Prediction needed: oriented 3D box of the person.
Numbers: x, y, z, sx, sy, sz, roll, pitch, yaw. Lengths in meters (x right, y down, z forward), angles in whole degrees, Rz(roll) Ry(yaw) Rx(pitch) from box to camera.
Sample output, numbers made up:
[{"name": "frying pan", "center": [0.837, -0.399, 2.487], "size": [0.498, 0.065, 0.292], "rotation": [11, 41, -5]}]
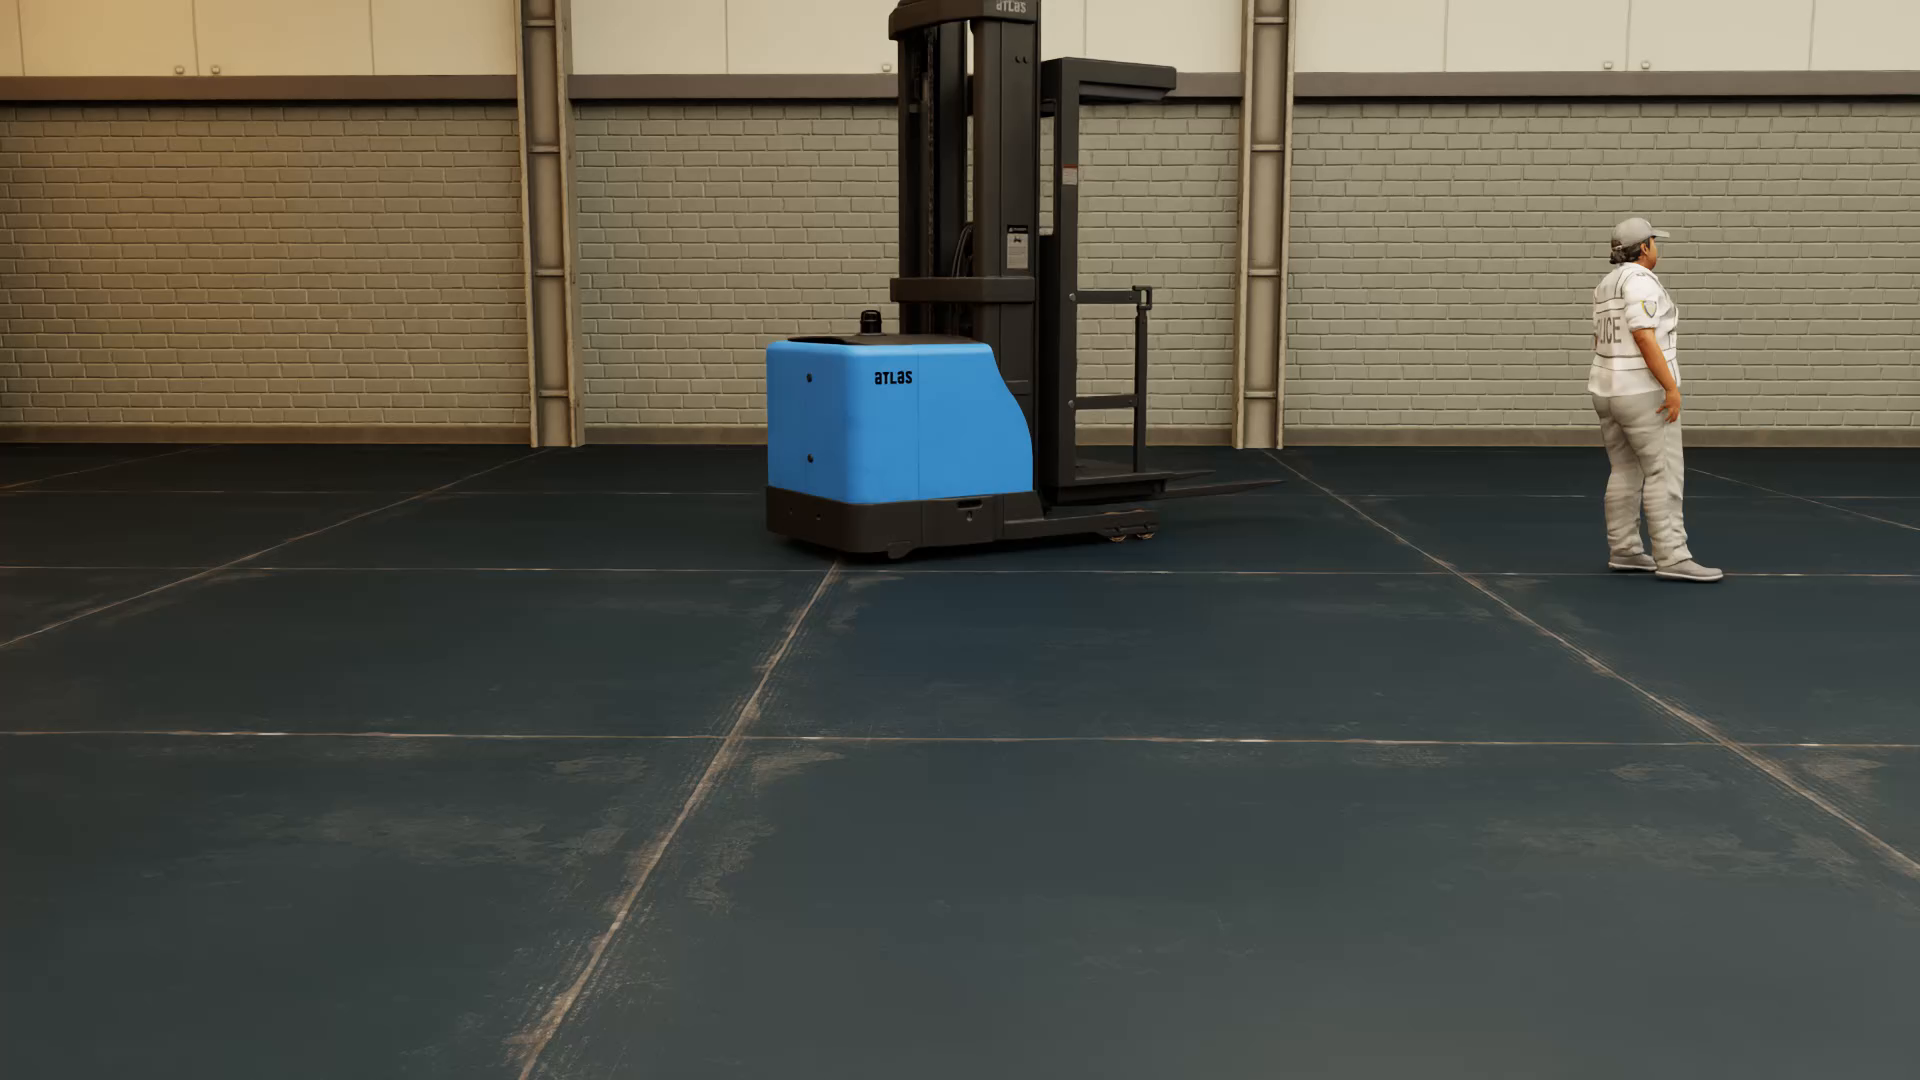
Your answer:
[{"name": "person", "center": [3.269, -0.673, 7.838], "size": [0.530, 1.670, 0.598], "rotation": [-1, 9, -4]}]

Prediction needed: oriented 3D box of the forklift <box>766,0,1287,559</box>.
[{"name": "forklift", "center": [0.480, -1.498, 9.100], "size": [3.031, 2.935, 1.130], "rotation": [-6, 10, -32]}]
